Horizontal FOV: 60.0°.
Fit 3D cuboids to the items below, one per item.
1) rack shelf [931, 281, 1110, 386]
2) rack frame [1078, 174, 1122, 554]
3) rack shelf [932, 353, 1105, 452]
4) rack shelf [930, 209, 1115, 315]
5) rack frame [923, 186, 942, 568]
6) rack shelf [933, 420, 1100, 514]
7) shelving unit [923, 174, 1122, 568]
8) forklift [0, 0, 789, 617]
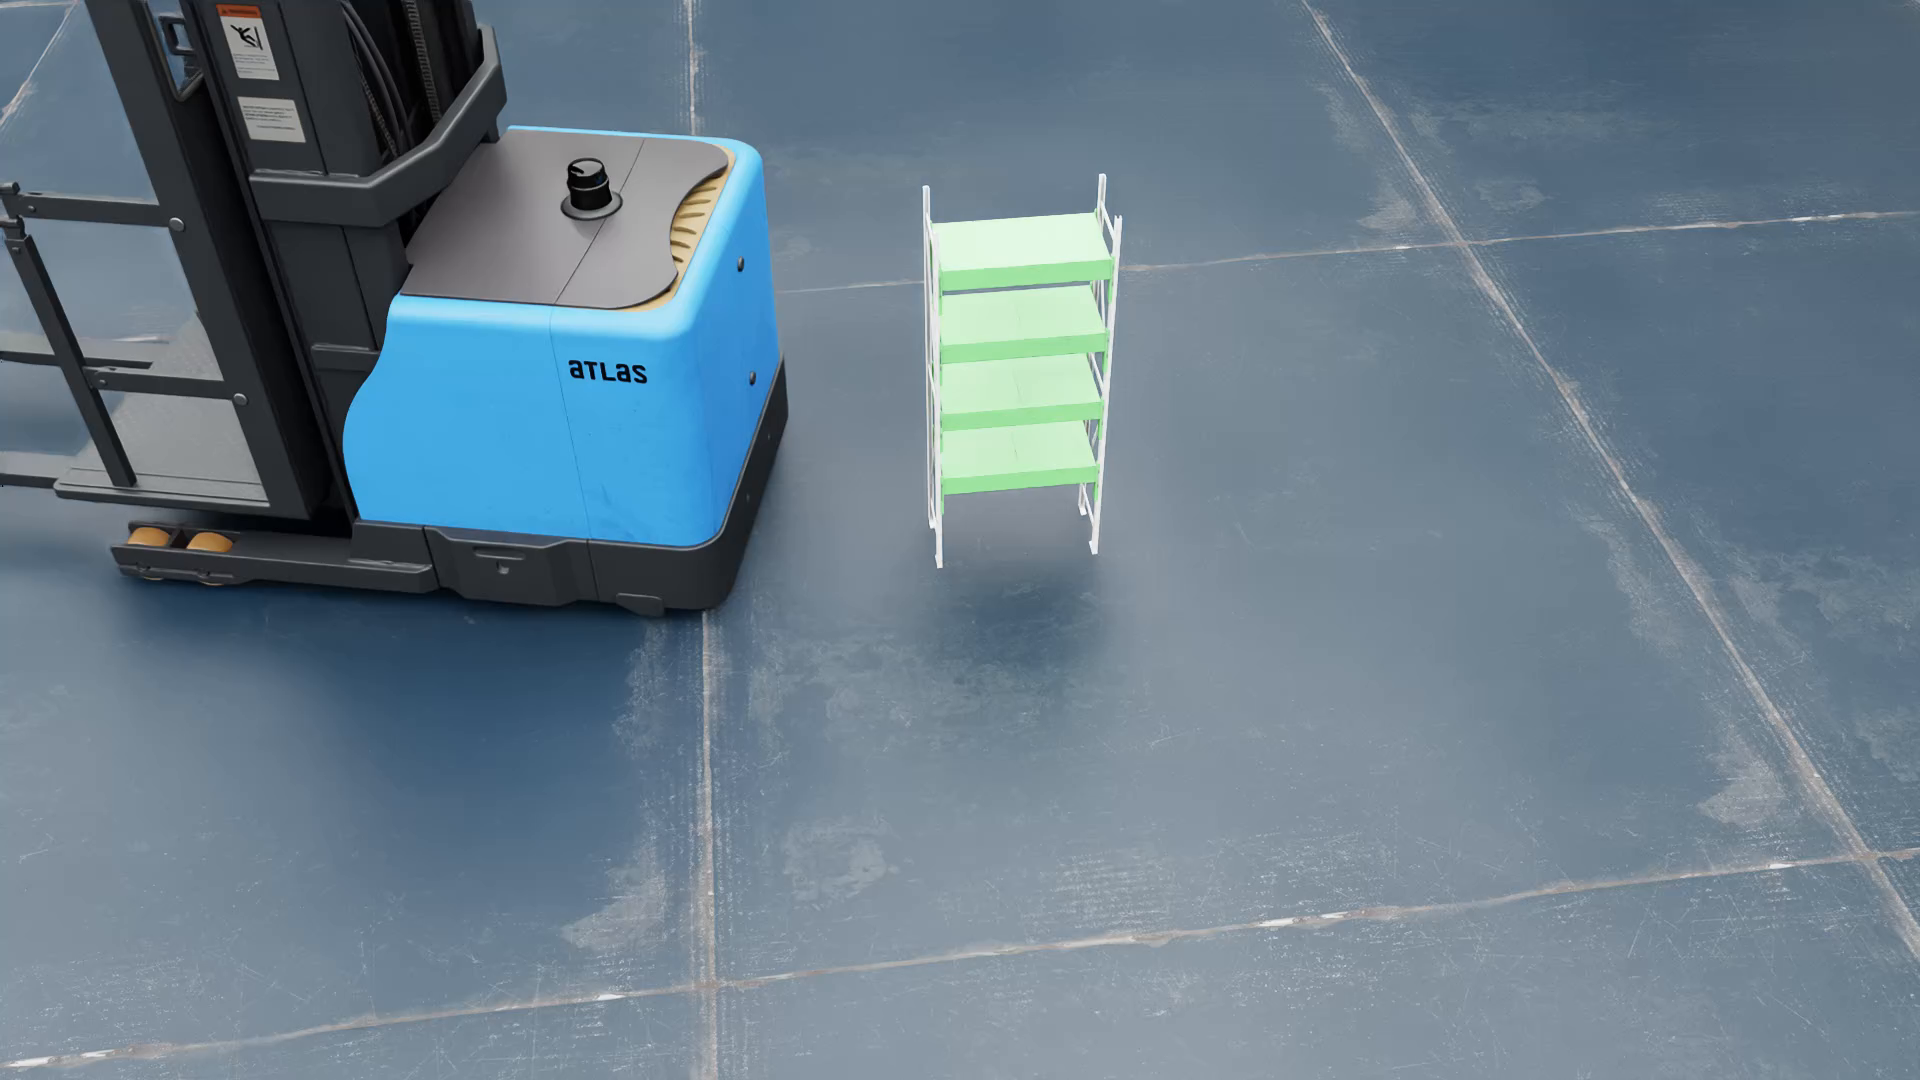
[{"bbox_3d":[0.164,-0.591,4.746,0.480,0.148,0.258,-5,42,-6],"label":"rack shelf"},{"bbox_3d":[0.406,-0.481,4.888,0.015,1.200,0.240,-5,42,-6],"label":"rack frame"},{"bbox_3d":[0.164,-0.412,4.907,0.480,0.148,0.258,-5,42,-6],"label":"rack shelf"},{"bbox_3d":[0.164,-0.769,4.585,0.480,0.148,0.258,-5,42,-6],"label":"rack shelf"},{"bbox_3d":[-0.078,-0.439,4.841,0.015,1.200,0.240,-5,42,-6],"label":"rack frame"},{"bbox_3d":[0.164,-0.234,5.068,0.480,0.148,0.258,-5,42,-6],"label":"rack shelf"},{"bbox_3d":[0.164,-0.460,4.864,0.503,1.200,0.258,-5,42,-6],"label":"shelving unit"},{"bbox_3d":[-2.134,-1.294,4.497,3.031,2.935,1.130,5,42,5],"label":"forklift"}]
